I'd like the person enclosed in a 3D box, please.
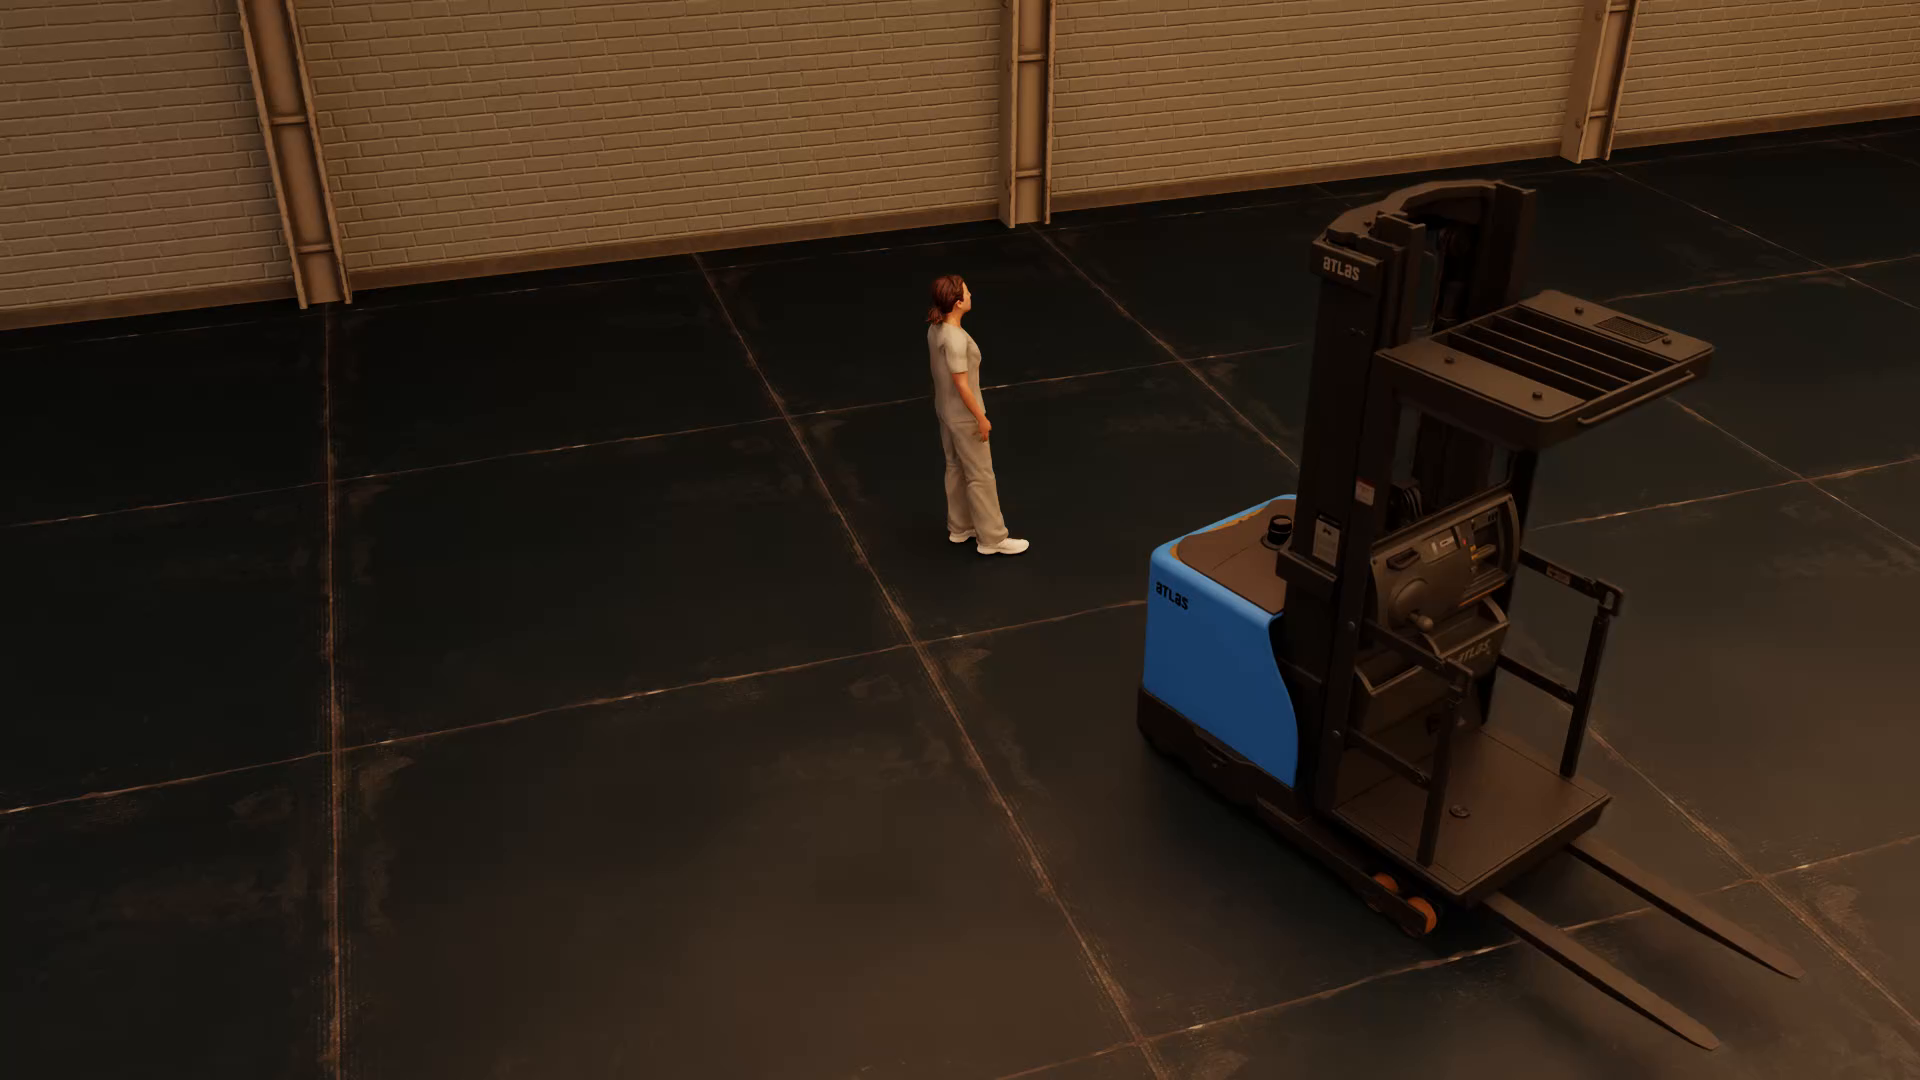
[{"bbox_3d":[0.074,-0.738,9.613,0.549,1.675,0.549,-10,31,-16],"label":"person"}]

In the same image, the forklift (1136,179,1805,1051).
[{"bbox_3d":[2.172,0.140,6.844,1.130,2.935,3.031,-21,36,-32],"label":"forklift"}]
